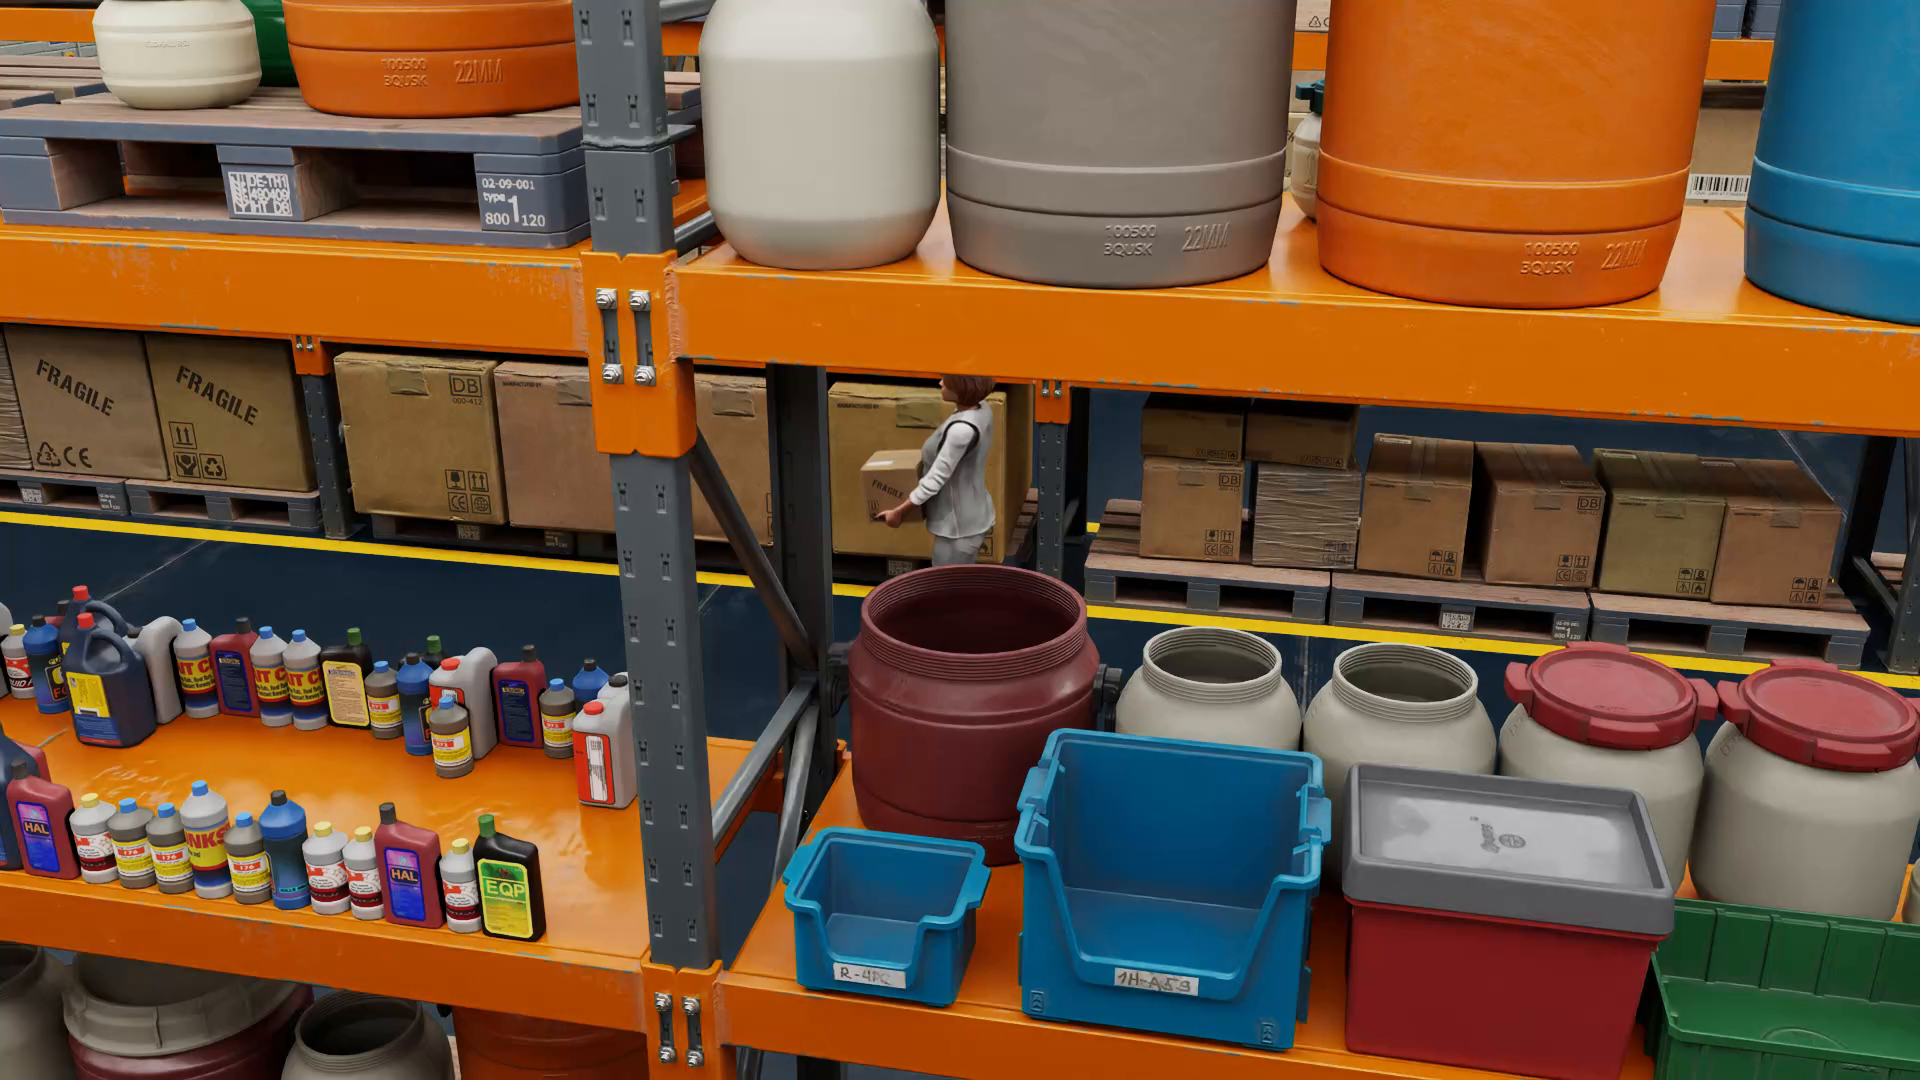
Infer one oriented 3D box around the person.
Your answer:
[{"bbox_3d":[-0.094,-0.058,7.253,0.494,1.593,0.404,5,22,12],"label":"person"}]
